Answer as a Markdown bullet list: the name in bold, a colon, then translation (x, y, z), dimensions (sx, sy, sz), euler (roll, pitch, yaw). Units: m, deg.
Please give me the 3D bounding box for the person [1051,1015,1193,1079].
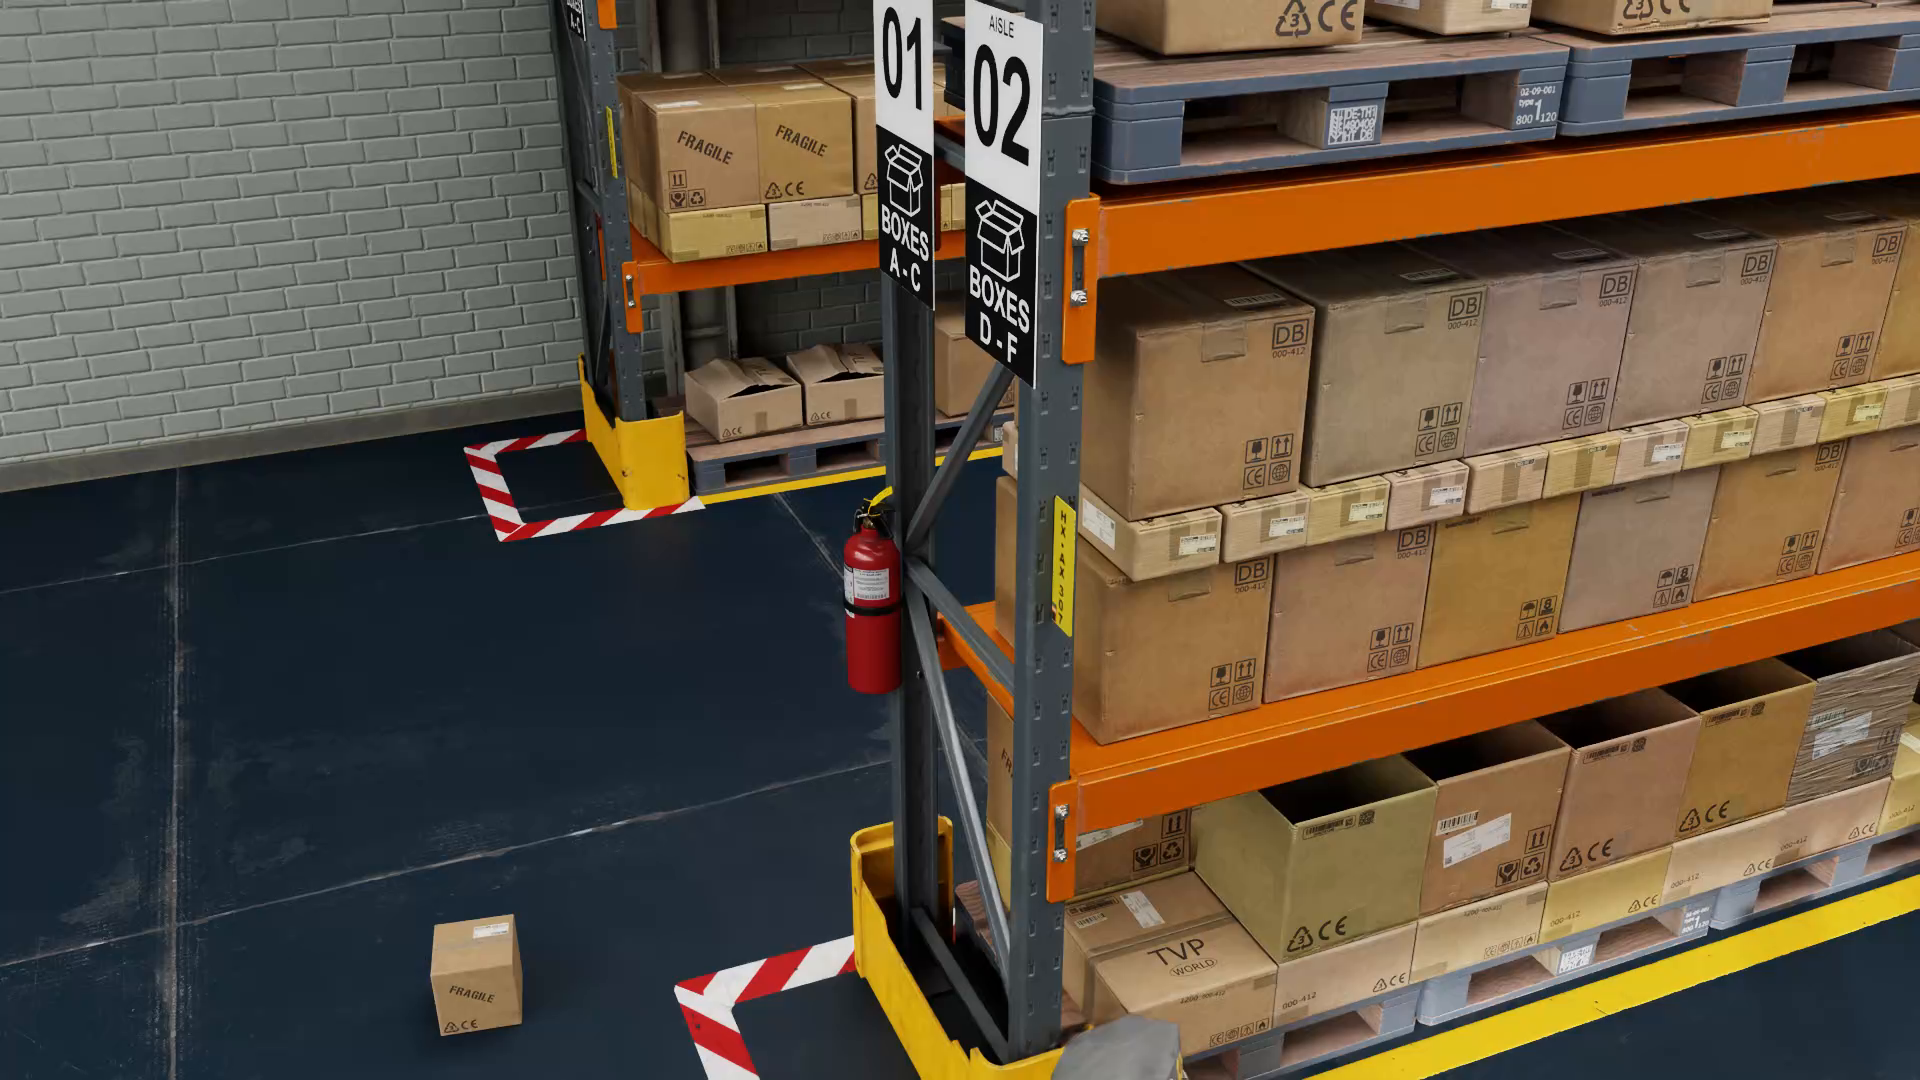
- **person**: translation (0.339, 1.638, 3.247), dimensions (0.838, 1.700, 0.539), euler (11, 28, 21)
